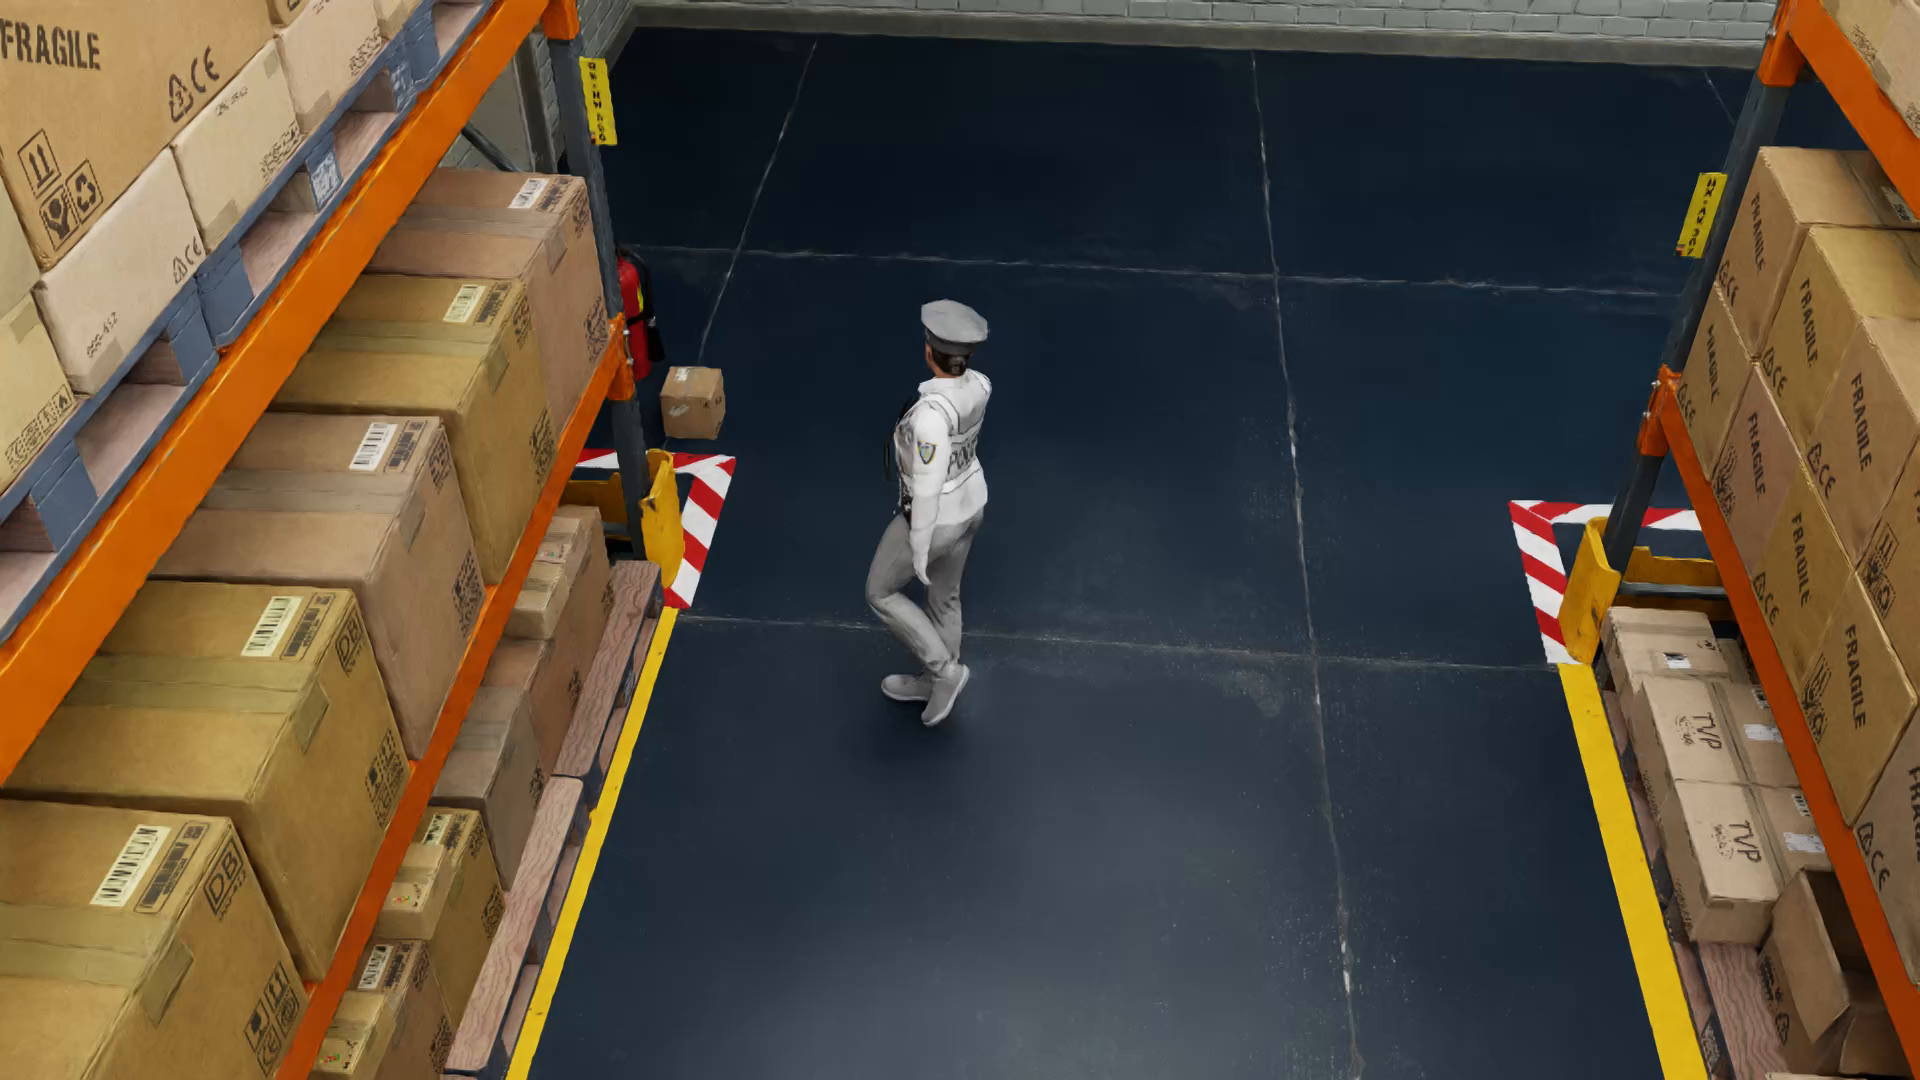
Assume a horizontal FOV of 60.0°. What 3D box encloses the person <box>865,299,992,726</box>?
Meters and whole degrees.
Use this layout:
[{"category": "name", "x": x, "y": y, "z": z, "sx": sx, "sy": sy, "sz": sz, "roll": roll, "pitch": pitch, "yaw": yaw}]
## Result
[{"category": "person", "x": -0.097, "y": -0.061, "z": 6.223, "sx": 0.455, "sy": 1.631, "sz": 0.665, "roll": 18, "pitch": 43, "yaw": 20}]
